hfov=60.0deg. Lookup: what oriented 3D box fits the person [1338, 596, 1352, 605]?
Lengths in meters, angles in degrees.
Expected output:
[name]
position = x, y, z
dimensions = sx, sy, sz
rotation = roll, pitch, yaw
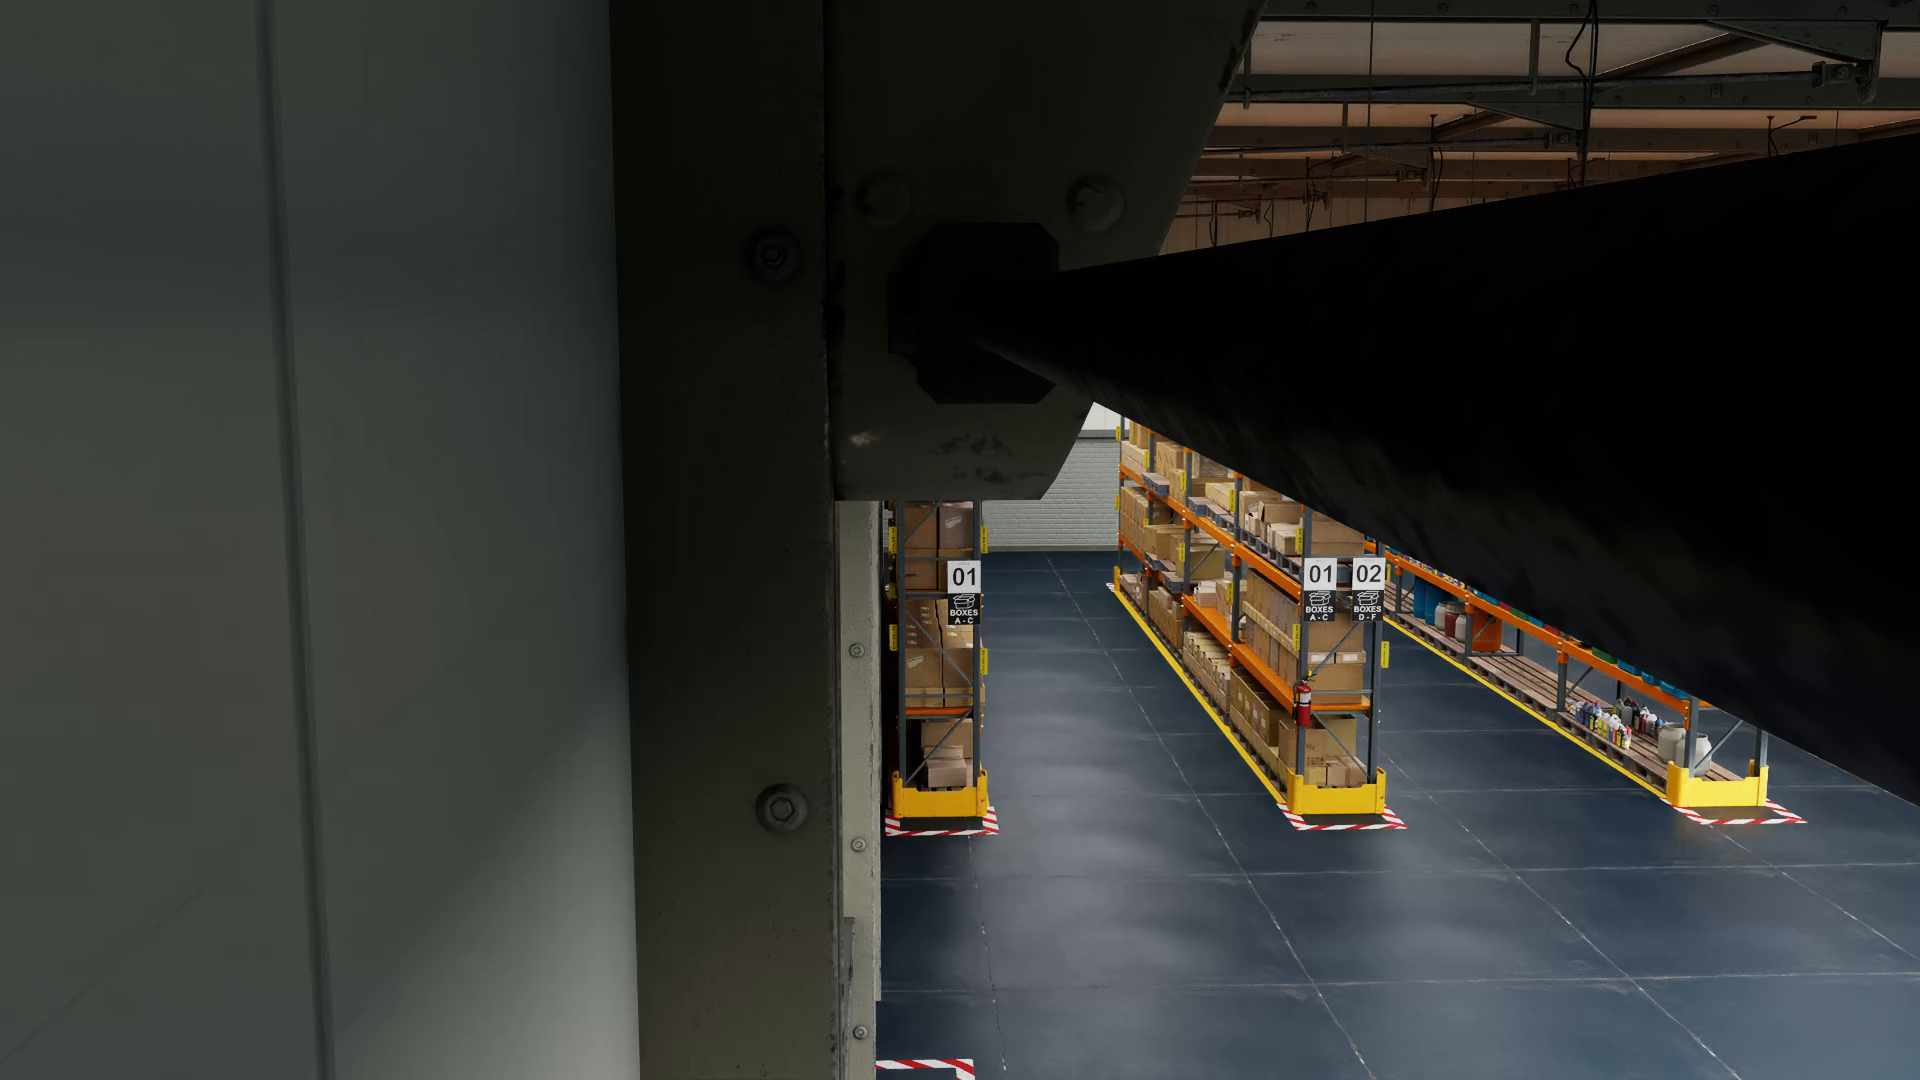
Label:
[person]
position = 6.890, 1.230, 29.612
dimensions = 0.638, 1.762, 0.699
rotation = -3, 9, -19
